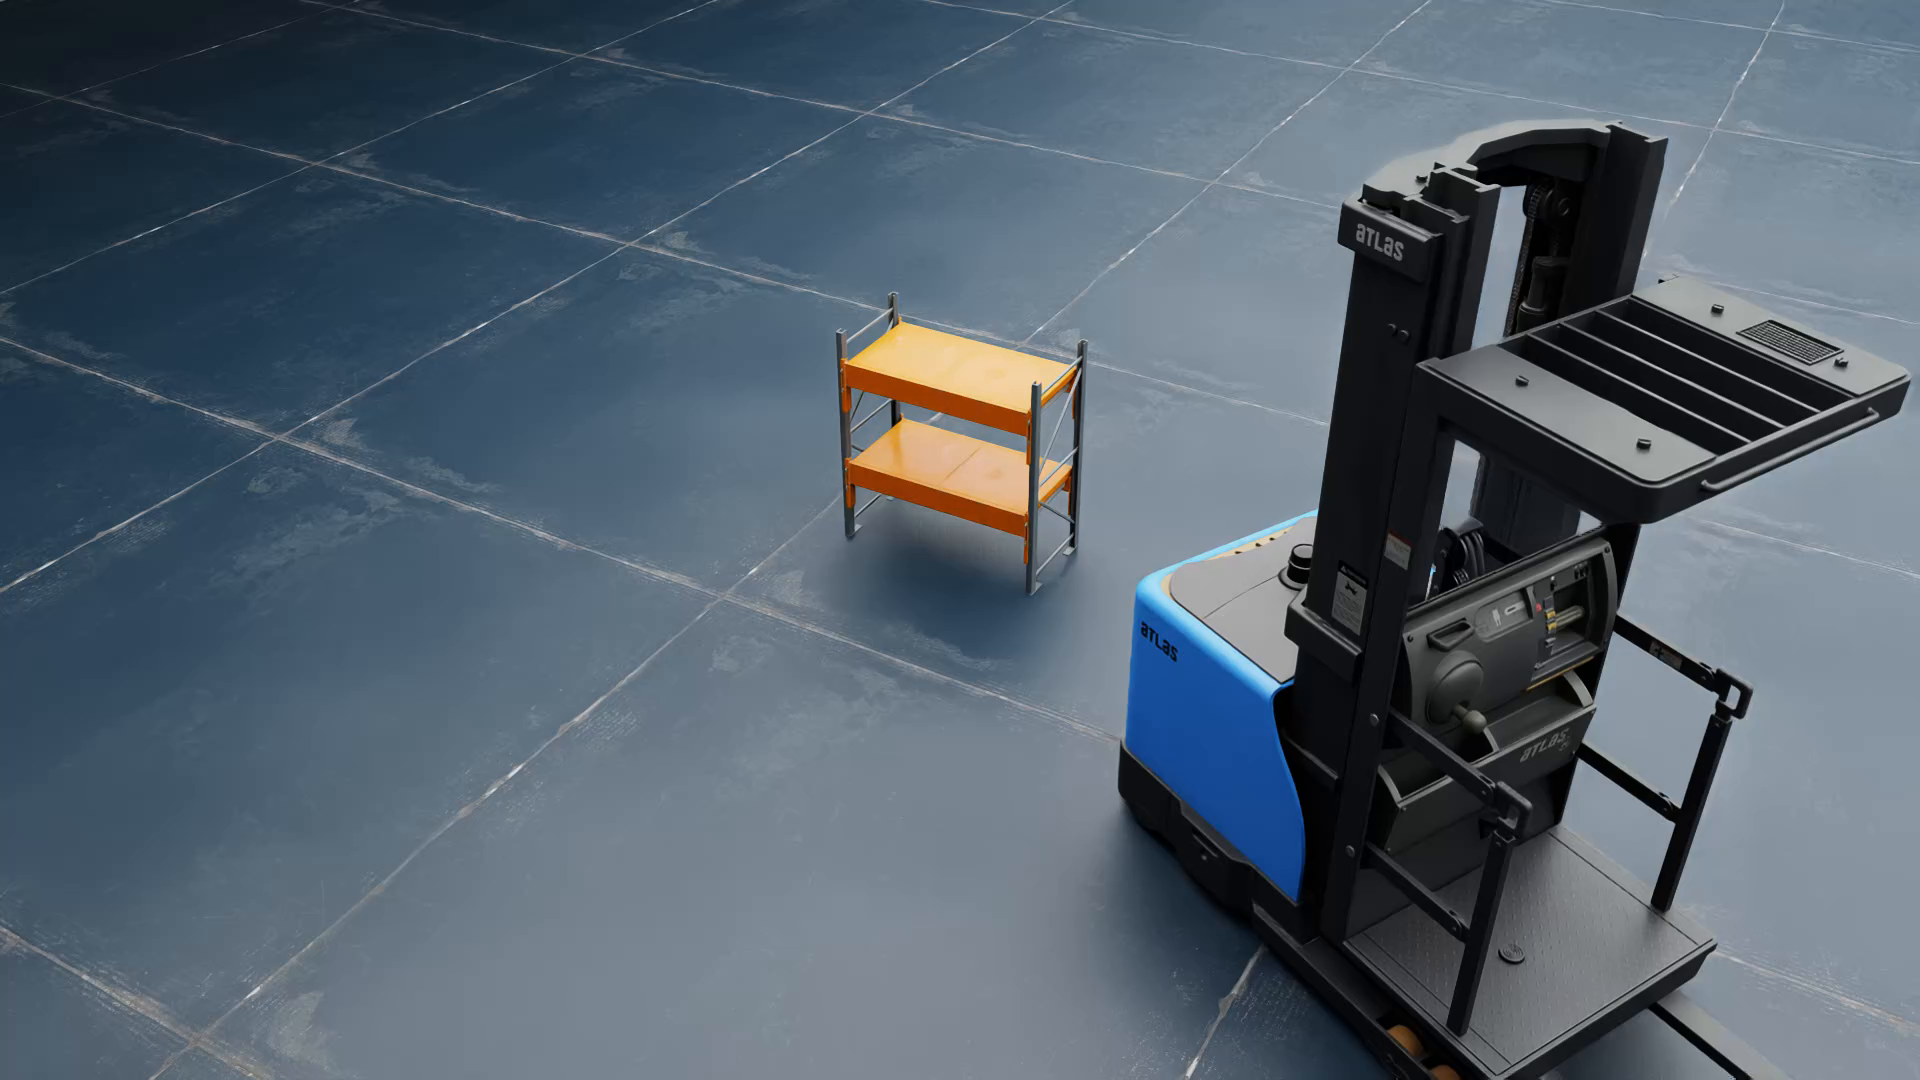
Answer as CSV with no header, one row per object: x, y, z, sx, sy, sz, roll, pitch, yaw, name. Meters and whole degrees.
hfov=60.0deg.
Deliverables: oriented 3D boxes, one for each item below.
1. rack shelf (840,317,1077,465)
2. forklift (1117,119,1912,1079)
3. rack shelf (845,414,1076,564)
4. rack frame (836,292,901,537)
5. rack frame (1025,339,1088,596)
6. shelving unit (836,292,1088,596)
0.006,-0.710,7.773,1.000,0.278,0.538,18,37,24,rack shelf
1.846,0.361,5.064,1.130,2.935,3.031,-20,38,-27,forklift
0.006,-0.263,8.071,1.000,0.278,0.538,18,37,24,rack shelf
-0.435,-0.606,8.145,0.032,1.125,0.500,18,37,24,rack frame
0.447,-0.327,7.725,0.032,1.125,0.500,18,37,24,rack frame
0.006,-0.466,7.935,1.048,1.125,0.538,18,37,24,shelving unit
